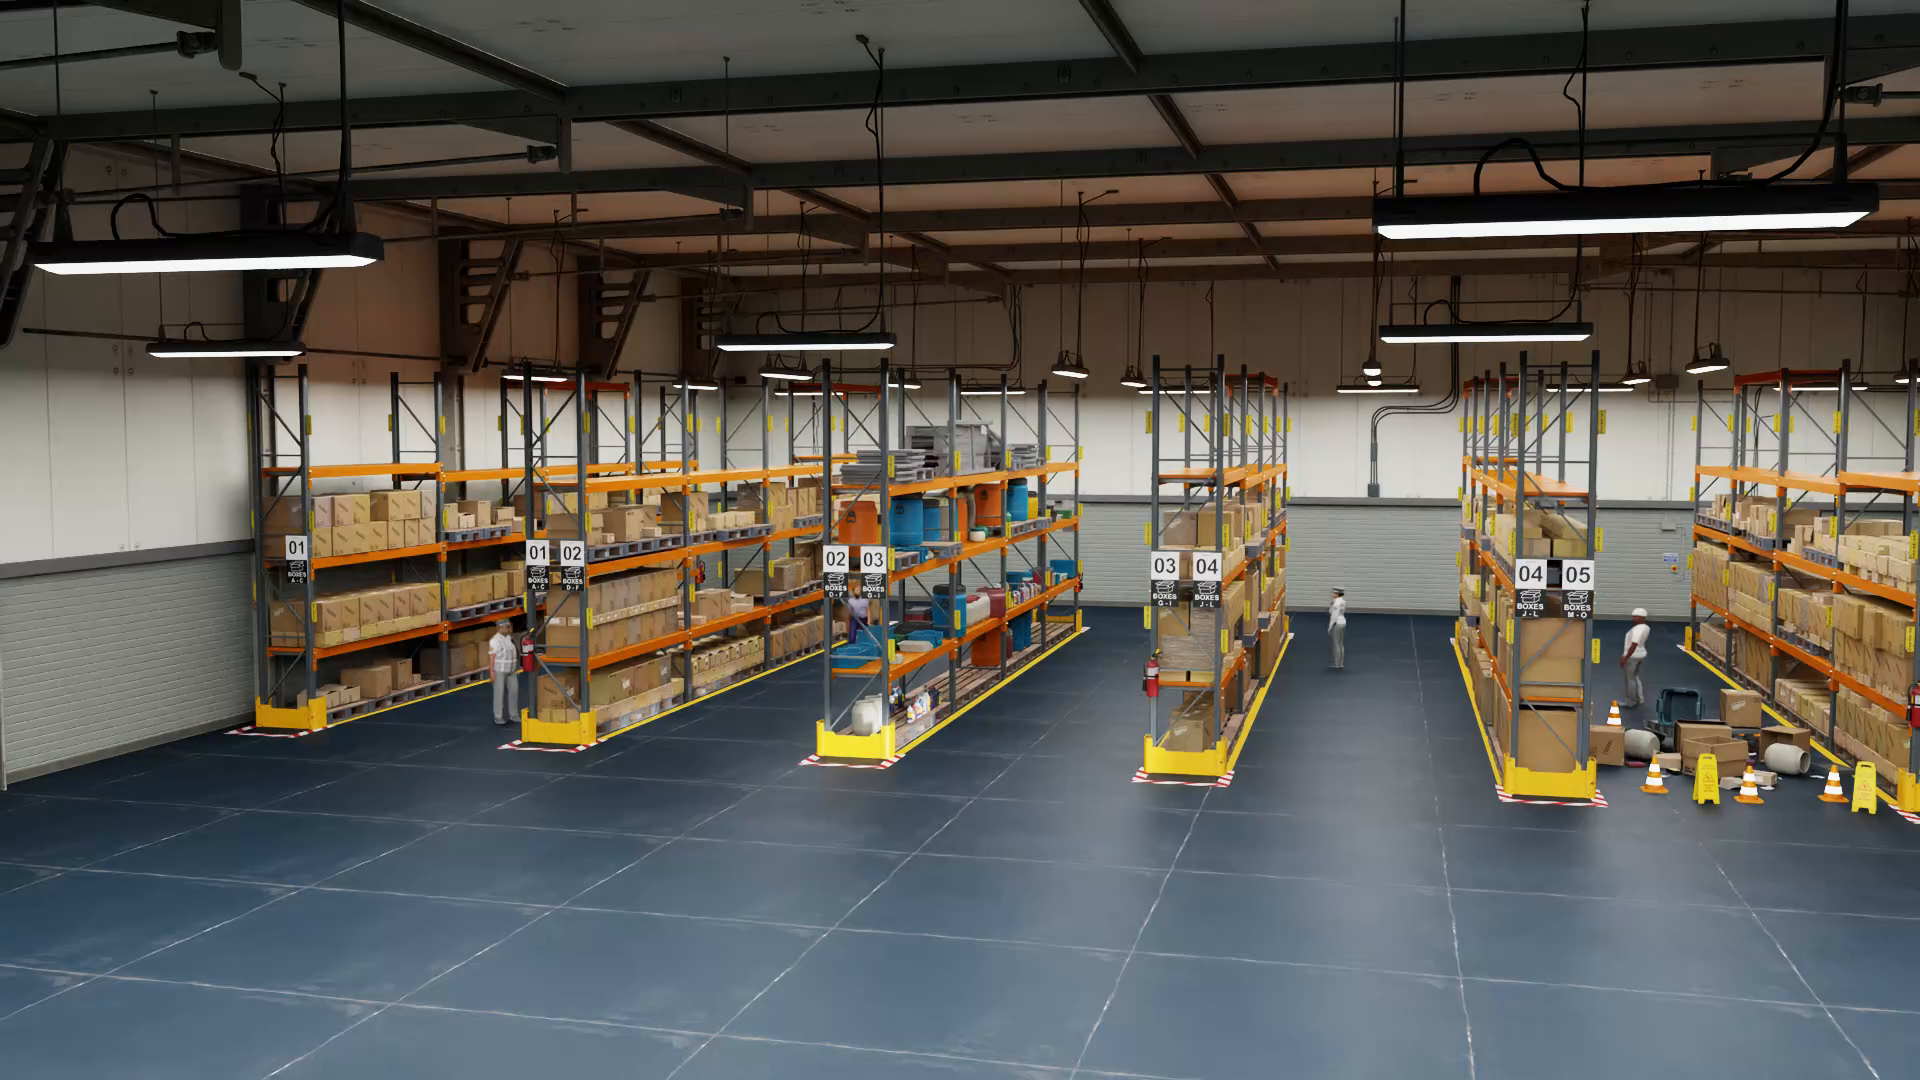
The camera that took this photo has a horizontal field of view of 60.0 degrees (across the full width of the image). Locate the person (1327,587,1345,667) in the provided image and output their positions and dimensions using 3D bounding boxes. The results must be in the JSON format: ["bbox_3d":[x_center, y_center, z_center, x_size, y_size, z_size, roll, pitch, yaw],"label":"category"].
[{"bbox_3d":[7.756,1.796,34.285,0.364,1.683,0.491,2,5,29],"label":"person"}]

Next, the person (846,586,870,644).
[{"bbox_3d":[-2.127,1.757,34.831,0.548,1.586,0.889,1,4,8],"label":"person"}]

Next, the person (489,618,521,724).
[{"bbox_3d":[-7.670,2.220,27.981,0.448,1.817,0.631,2,4,28],"label":"person"}]

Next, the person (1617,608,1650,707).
[{"bbox_3d":[11.932,2.099,29.464,0.629,1.795,0.516,-3,5,-36],"label":"person"}]
